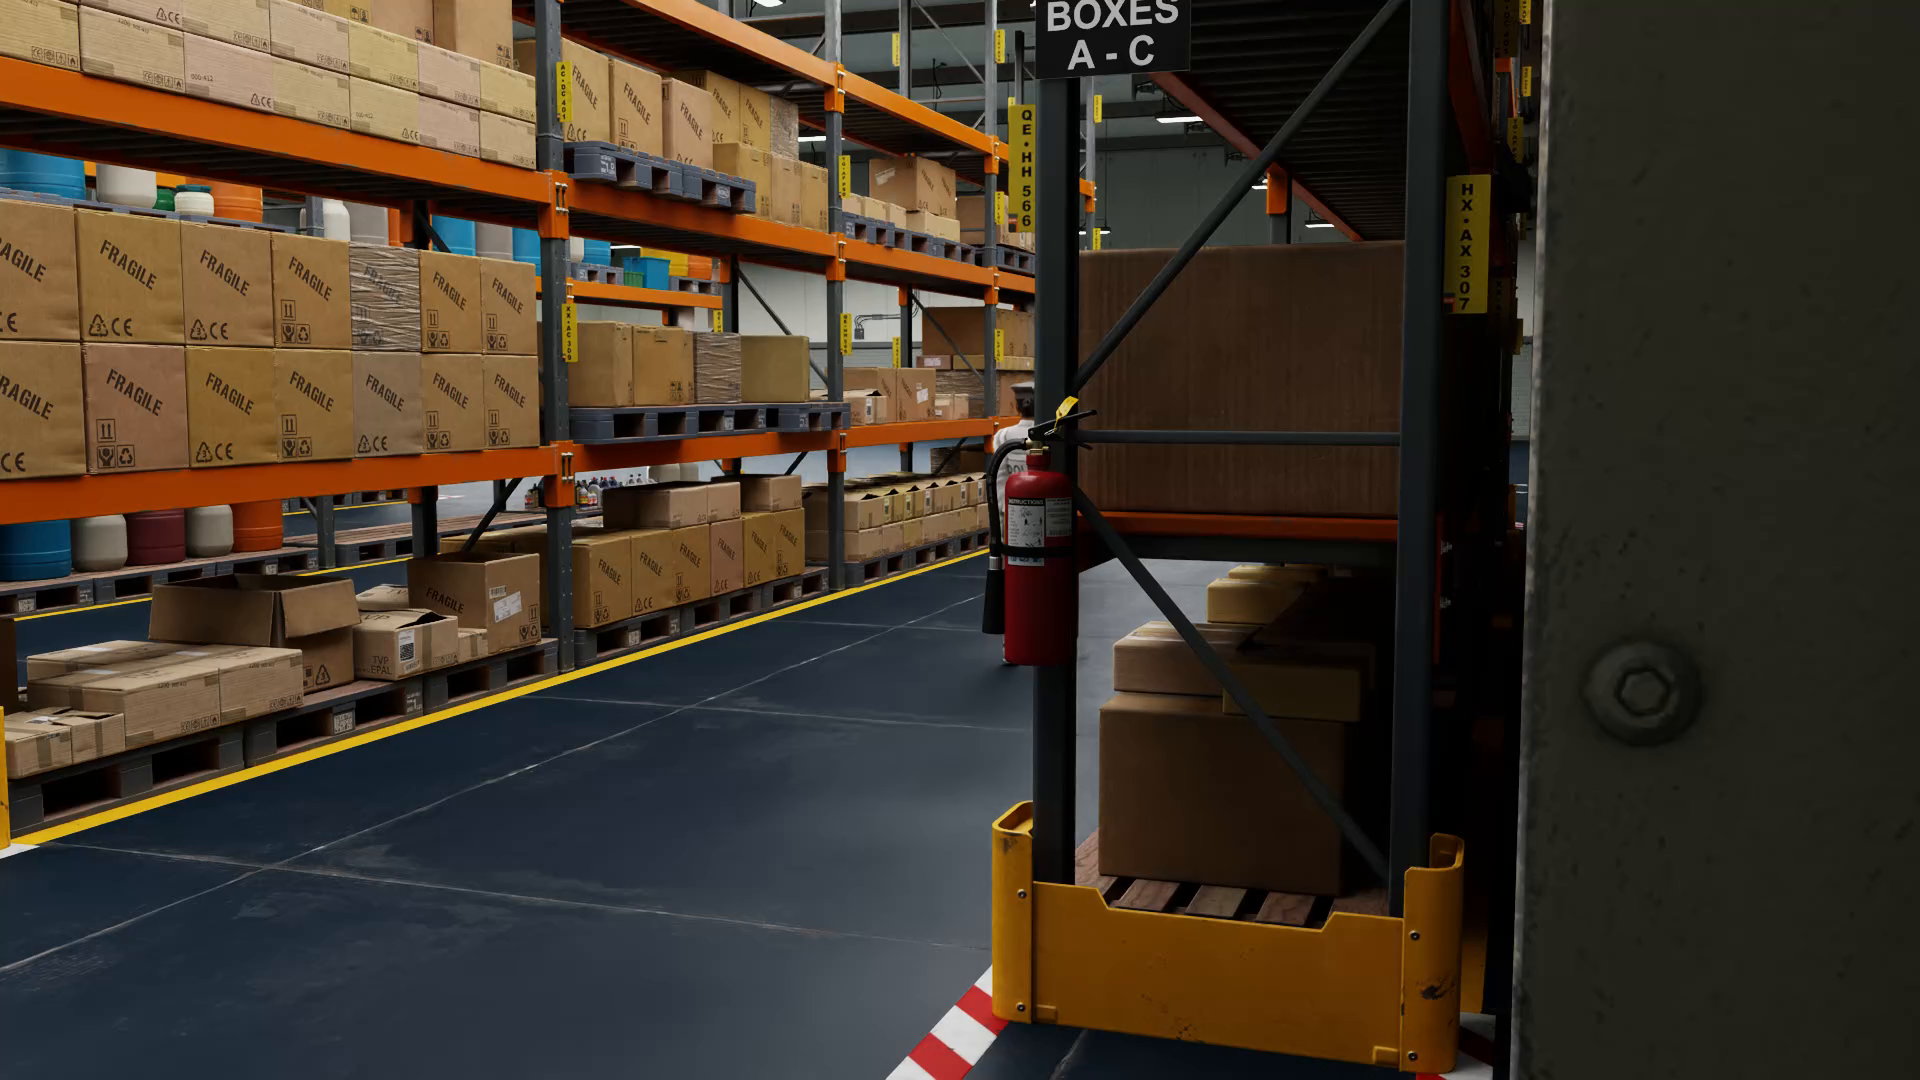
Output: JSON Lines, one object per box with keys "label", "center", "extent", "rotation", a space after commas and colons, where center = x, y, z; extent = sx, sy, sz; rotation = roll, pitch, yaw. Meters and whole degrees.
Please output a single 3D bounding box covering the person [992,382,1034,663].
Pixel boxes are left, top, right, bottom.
{"label": "person", "center": [0.411, -0.093, 9.792], "extent": [0.471, 1.661, 0.327], "rotation": [2, 6, 20]}
